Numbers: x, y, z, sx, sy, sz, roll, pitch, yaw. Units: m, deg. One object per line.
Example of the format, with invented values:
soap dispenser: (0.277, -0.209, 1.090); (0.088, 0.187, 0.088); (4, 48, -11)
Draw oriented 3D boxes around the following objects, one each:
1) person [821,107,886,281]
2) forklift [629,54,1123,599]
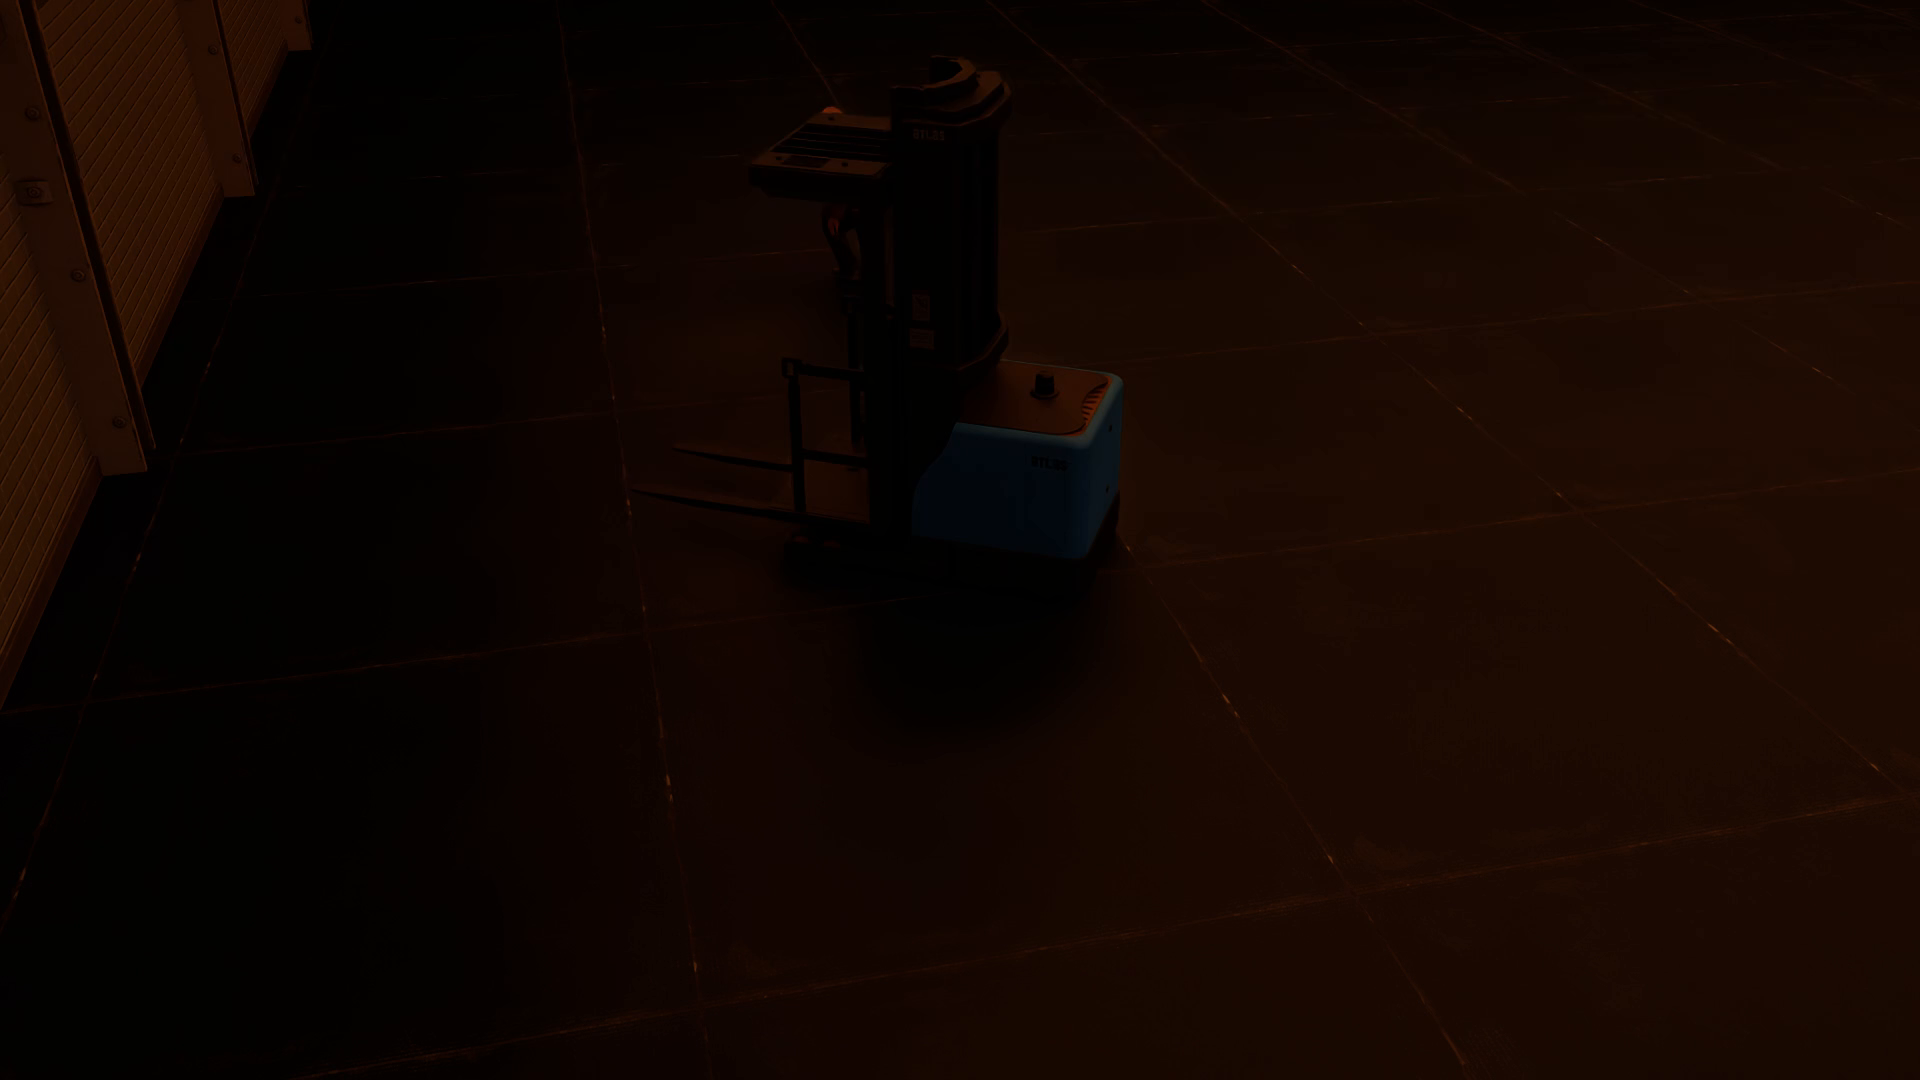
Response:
person: (-0.937, -2.856, 13.940); (0.704, 1.543, 0.911); (-24, 38, -35)
forklift: (-0.572, -1.340, 9.889); (3.031, 2.935, 1.130); (9, 31, 15)
